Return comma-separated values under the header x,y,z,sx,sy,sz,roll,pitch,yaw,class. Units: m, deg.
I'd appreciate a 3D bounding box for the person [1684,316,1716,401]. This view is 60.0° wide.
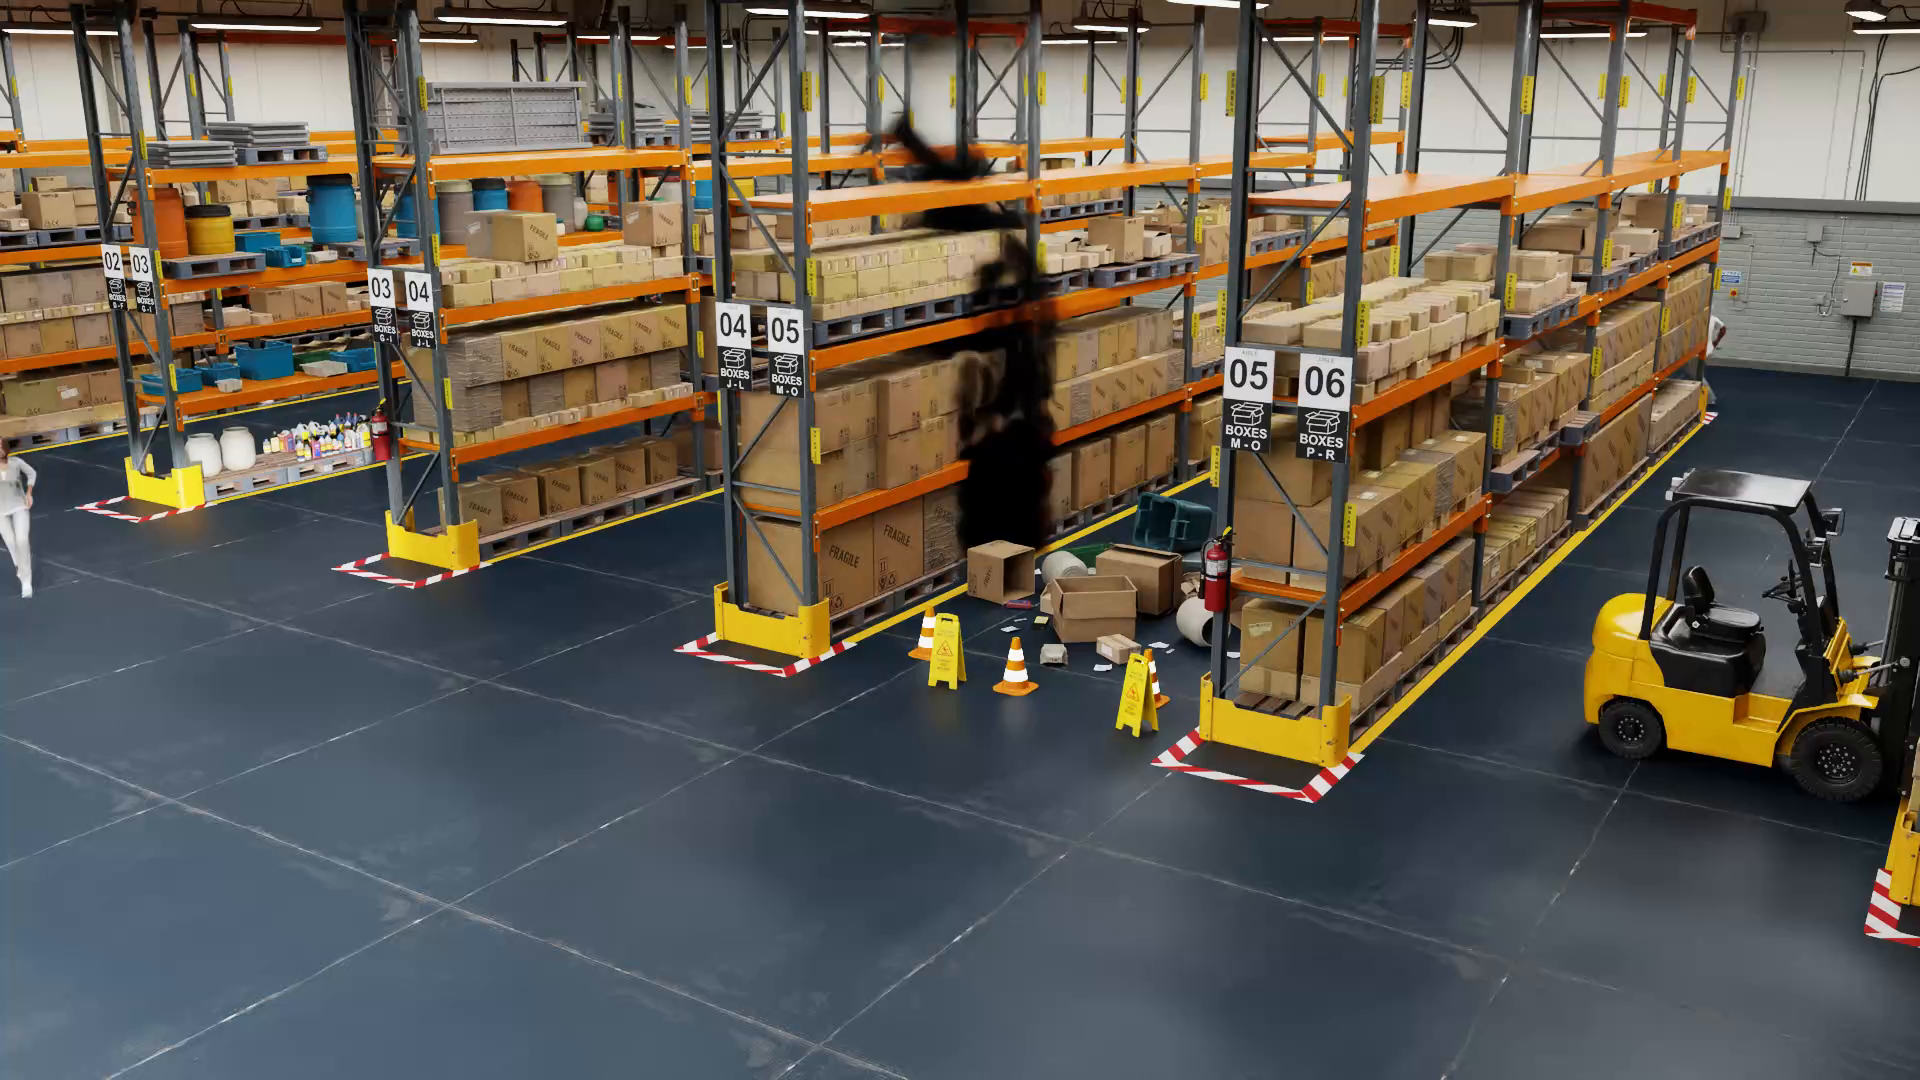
x,y,z,sx,sy,sz,roll,pitch,yaw,class
11.969,-2.952,26.945,0.608,1.402,0.578,-13,20,-40,person

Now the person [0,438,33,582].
x,y,z,sx,sy,sz,roll,pitch,yaw,class
-9.808,-0.337,17.161,0.489,1.492,0.733,-6,17,-20,person

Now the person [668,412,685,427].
x,y,z,sx,sy,sz,roll,pitch,yaw,class
-4.080,-2.135,23.776,0.555,1.727,0.659,9,18,28,person

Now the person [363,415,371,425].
x,y,z,sx,sy,sz,roll,pitch,yaw,class
-4.381,-1.938,22.080,8.766,1.777,1.436,9,18,28,person
